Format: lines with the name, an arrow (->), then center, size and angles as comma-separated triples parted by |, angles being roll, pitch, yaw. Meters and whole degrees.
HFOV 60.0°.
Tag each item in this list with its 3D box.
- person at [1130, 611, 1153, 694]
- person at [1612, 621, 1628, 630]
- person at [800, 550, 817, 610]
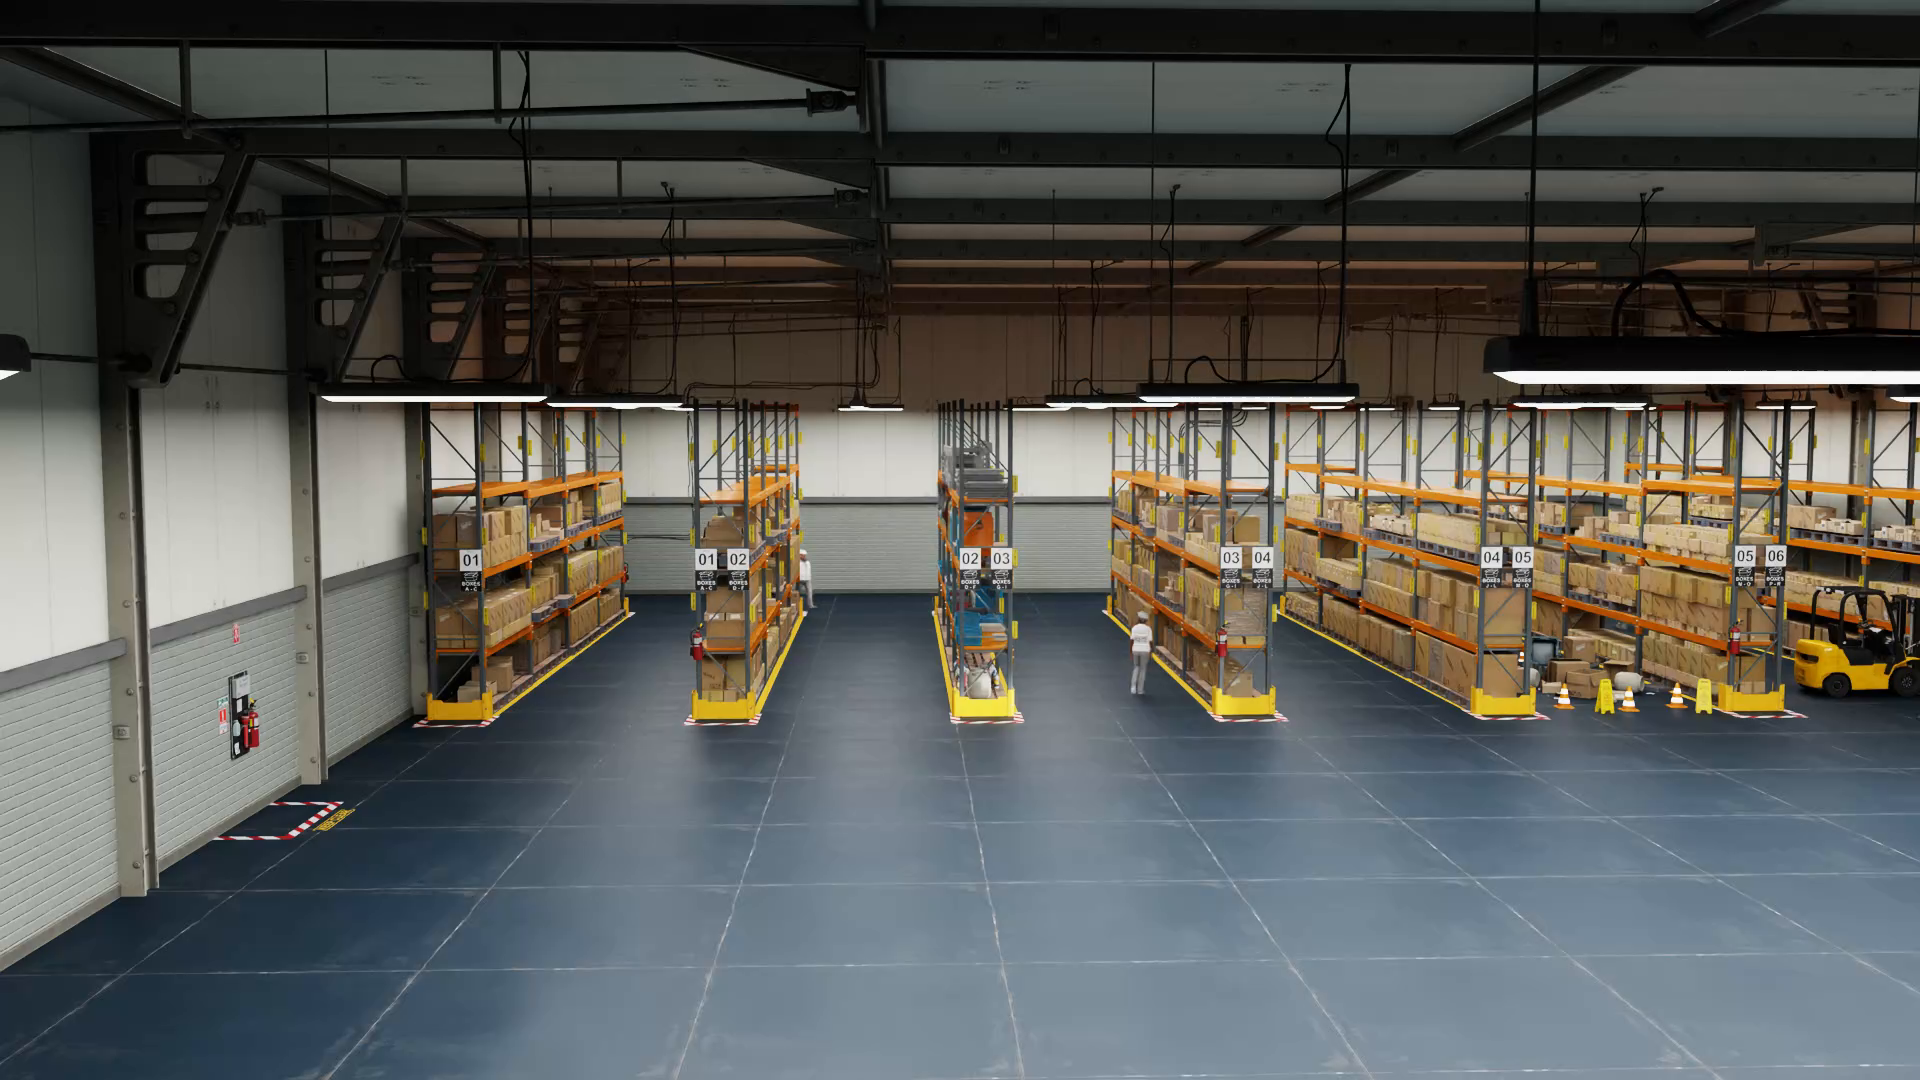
person -> 3.723, 2.299, 33.868 | 0.441, 1.701, 0.422 | 3, 5, 32
person -> 17.634, 1.486, 44.313 | 0.509, 1.774, 0.604 | 3, 5, 34
person -> -4.562, 1.167, 48.774 | 0.605, 1.737, 1.013 | -3, 5, -34
